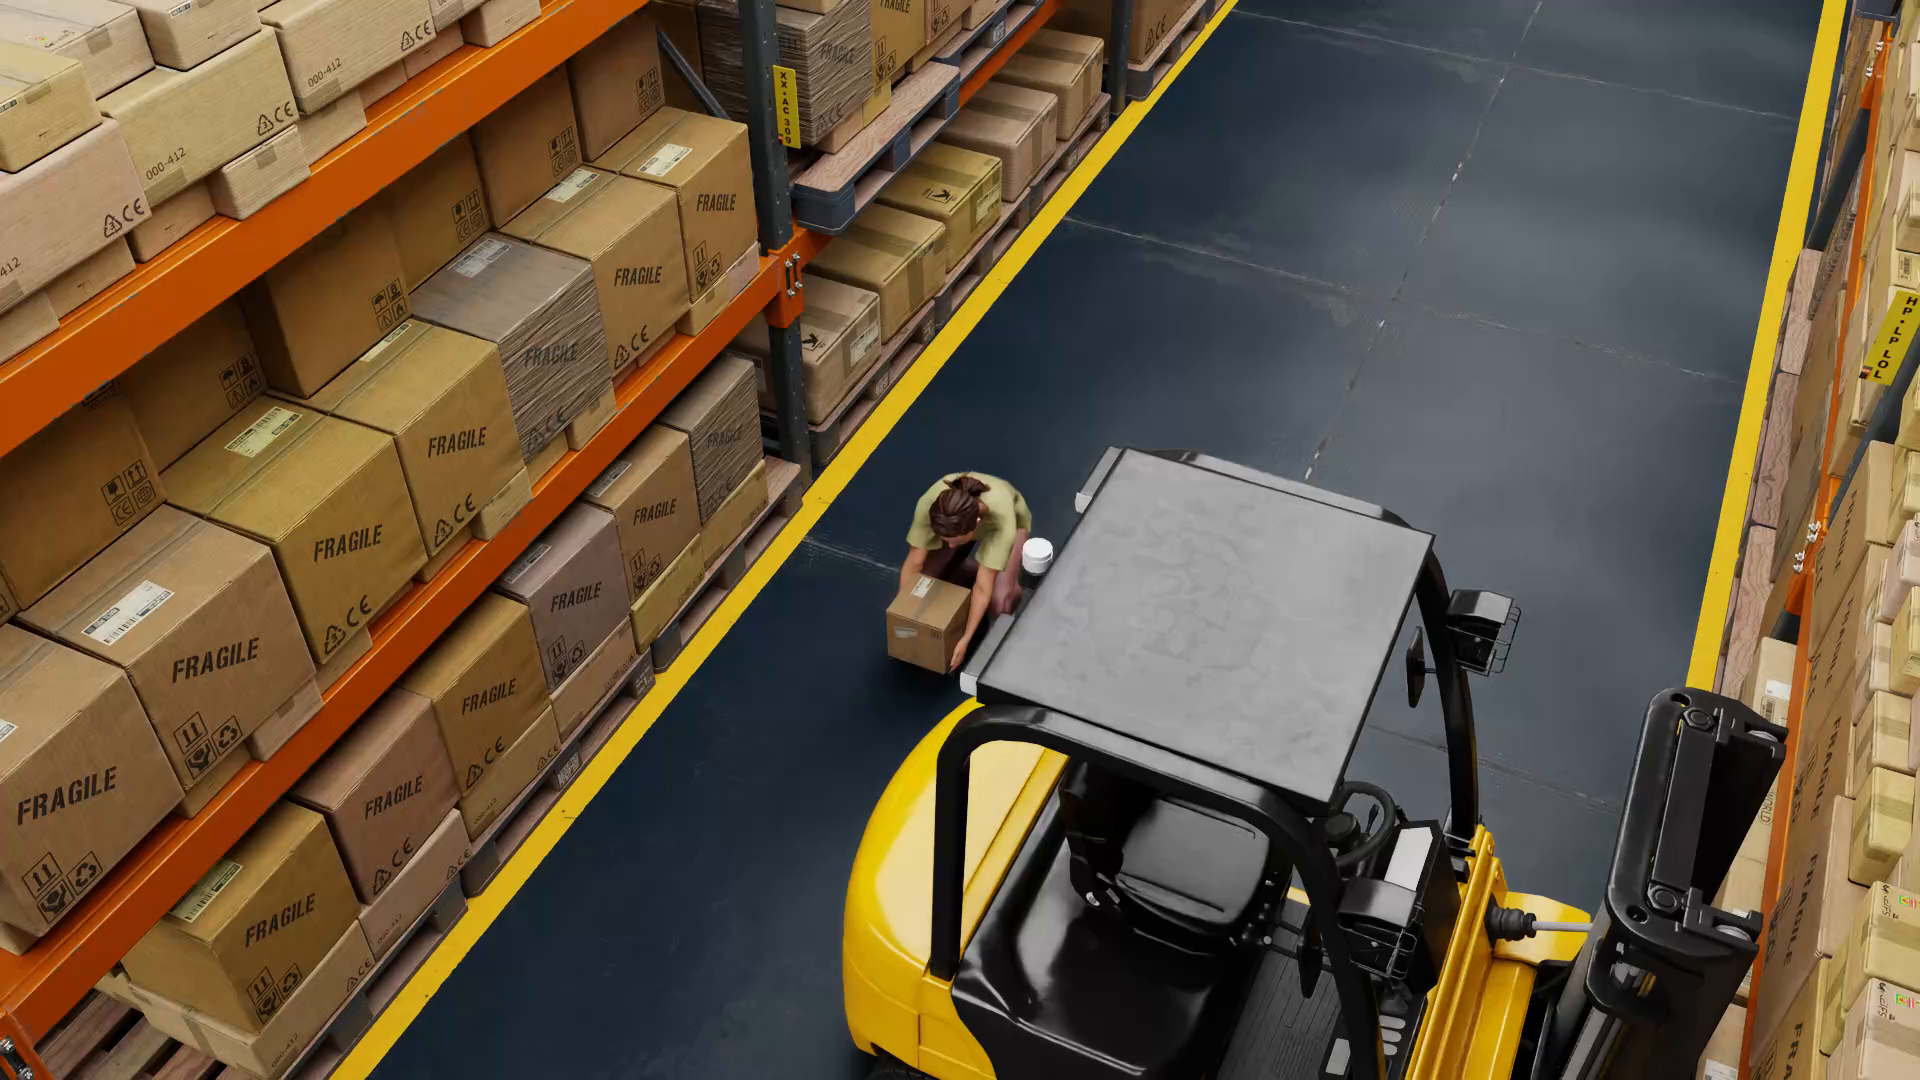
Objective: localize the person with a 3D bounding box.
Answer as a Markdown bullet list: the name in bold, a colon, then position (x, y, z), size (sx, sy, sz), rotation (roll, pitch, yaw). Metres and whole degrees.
- **person**: position (0.024, 0.032, 6.684), size (0.470, 0.936, 0.818), rotation (17, 45, 18)
